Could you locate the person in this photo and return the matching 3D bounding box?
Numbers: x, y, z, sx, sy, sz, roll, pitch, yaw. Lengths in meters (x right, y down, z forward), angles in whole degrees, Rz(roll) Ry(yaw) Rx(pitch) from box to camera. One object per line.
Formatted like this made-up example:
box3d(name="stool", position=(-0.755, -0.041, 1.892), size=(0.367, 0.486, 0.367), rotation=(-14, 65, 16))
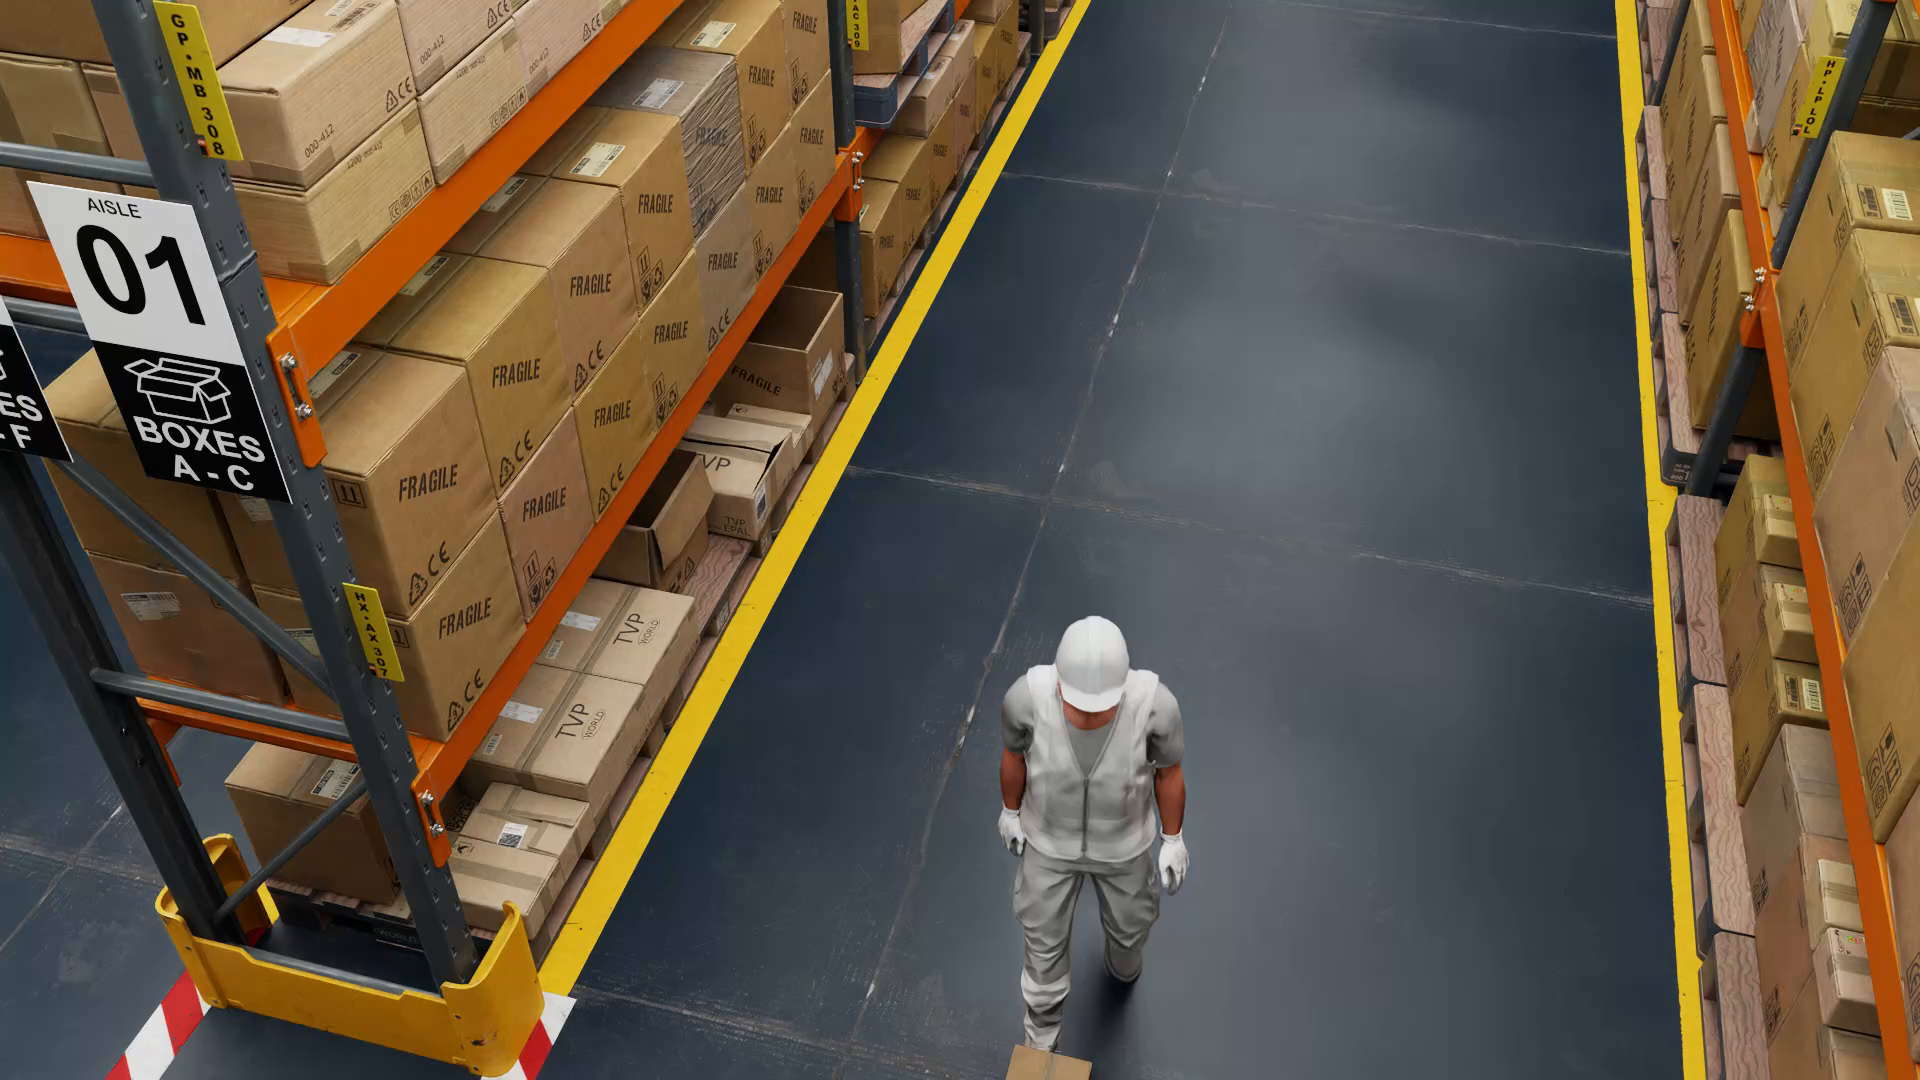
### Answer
box3d(name="person", position=(0.400, 0.936, 5.036), size=(0.592, 1.774, 0.764), rotation=(4, 41, 5))
